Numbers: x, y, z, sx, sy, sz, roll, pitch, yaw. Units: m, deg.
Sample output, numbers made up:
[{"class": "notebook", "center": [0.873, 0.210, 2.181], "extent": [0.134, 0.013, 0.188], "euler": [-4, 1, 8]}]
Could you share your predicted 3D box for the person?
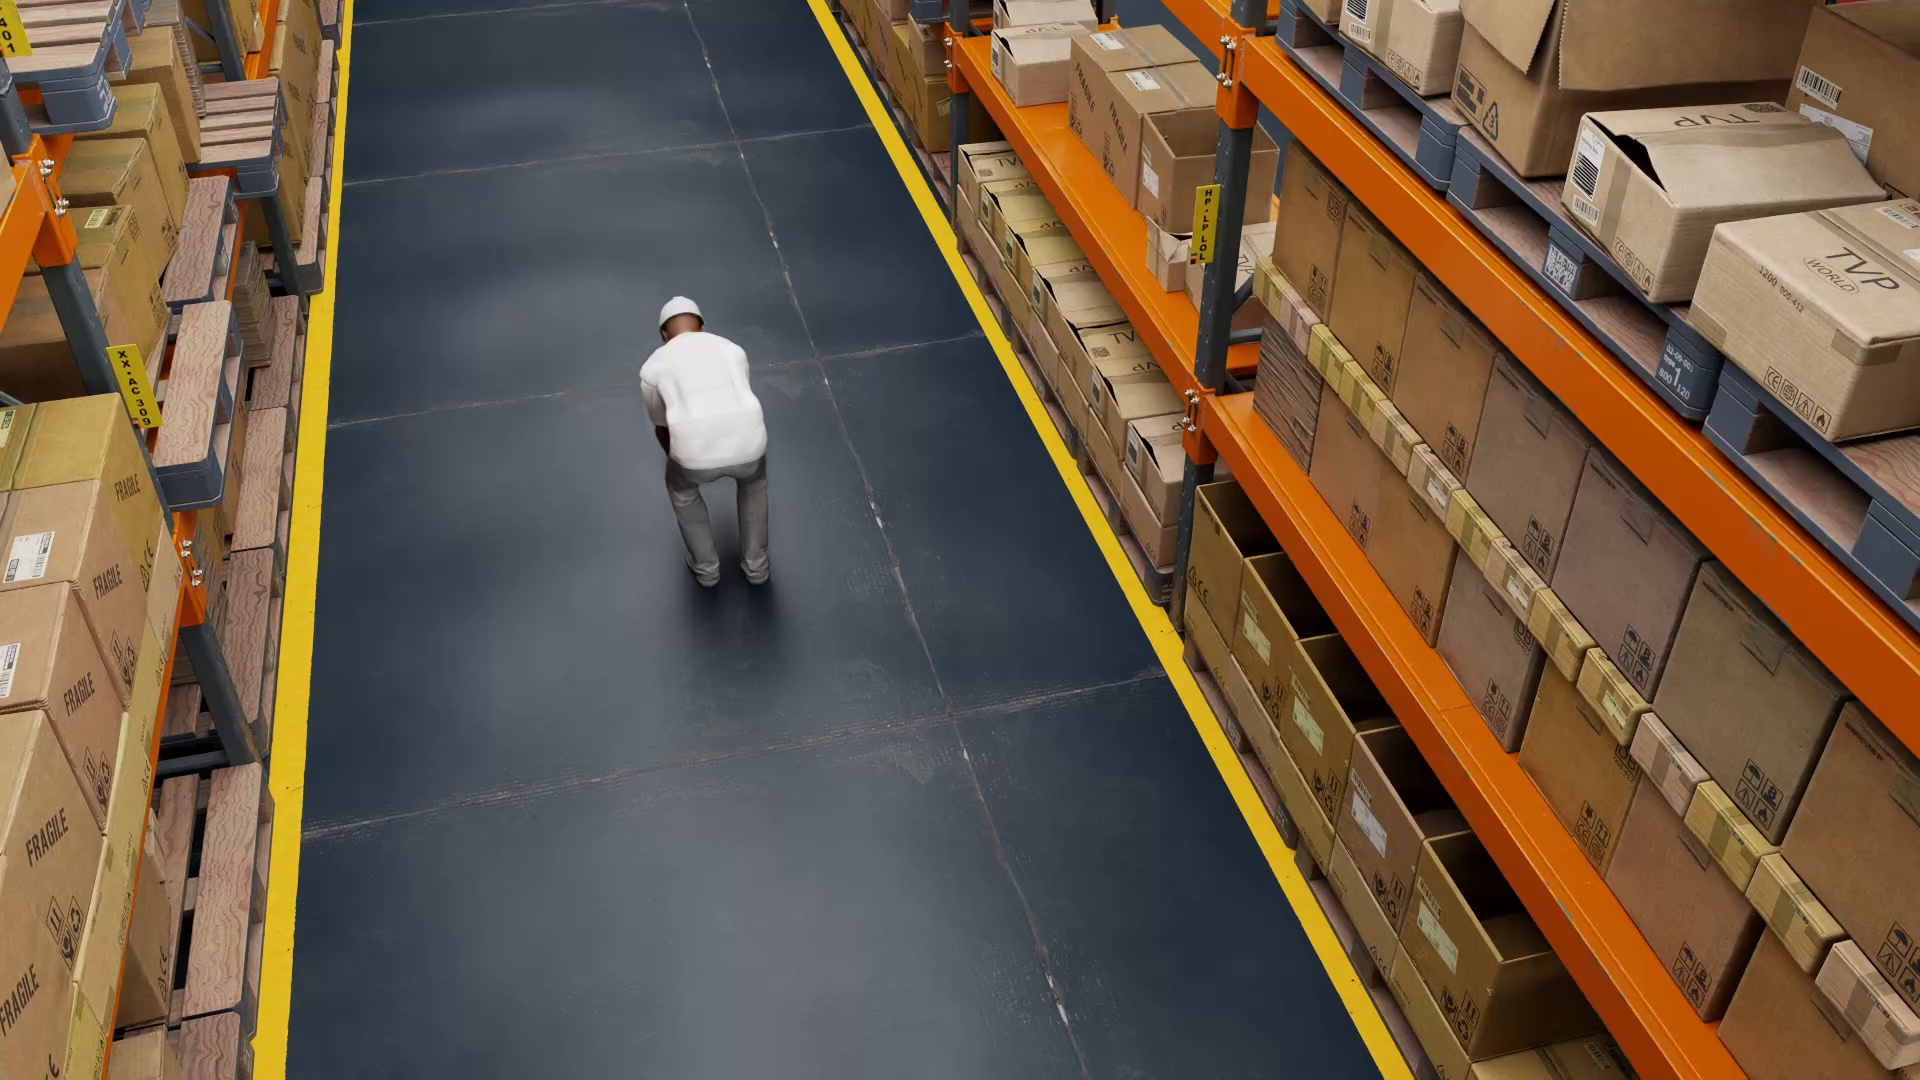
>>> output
[{"class": "person", "center": [-1.175, -0.426, 7.709], "extent": [0.507, 1.187, 0.953], "euler": [-11, 39, -14]}]
